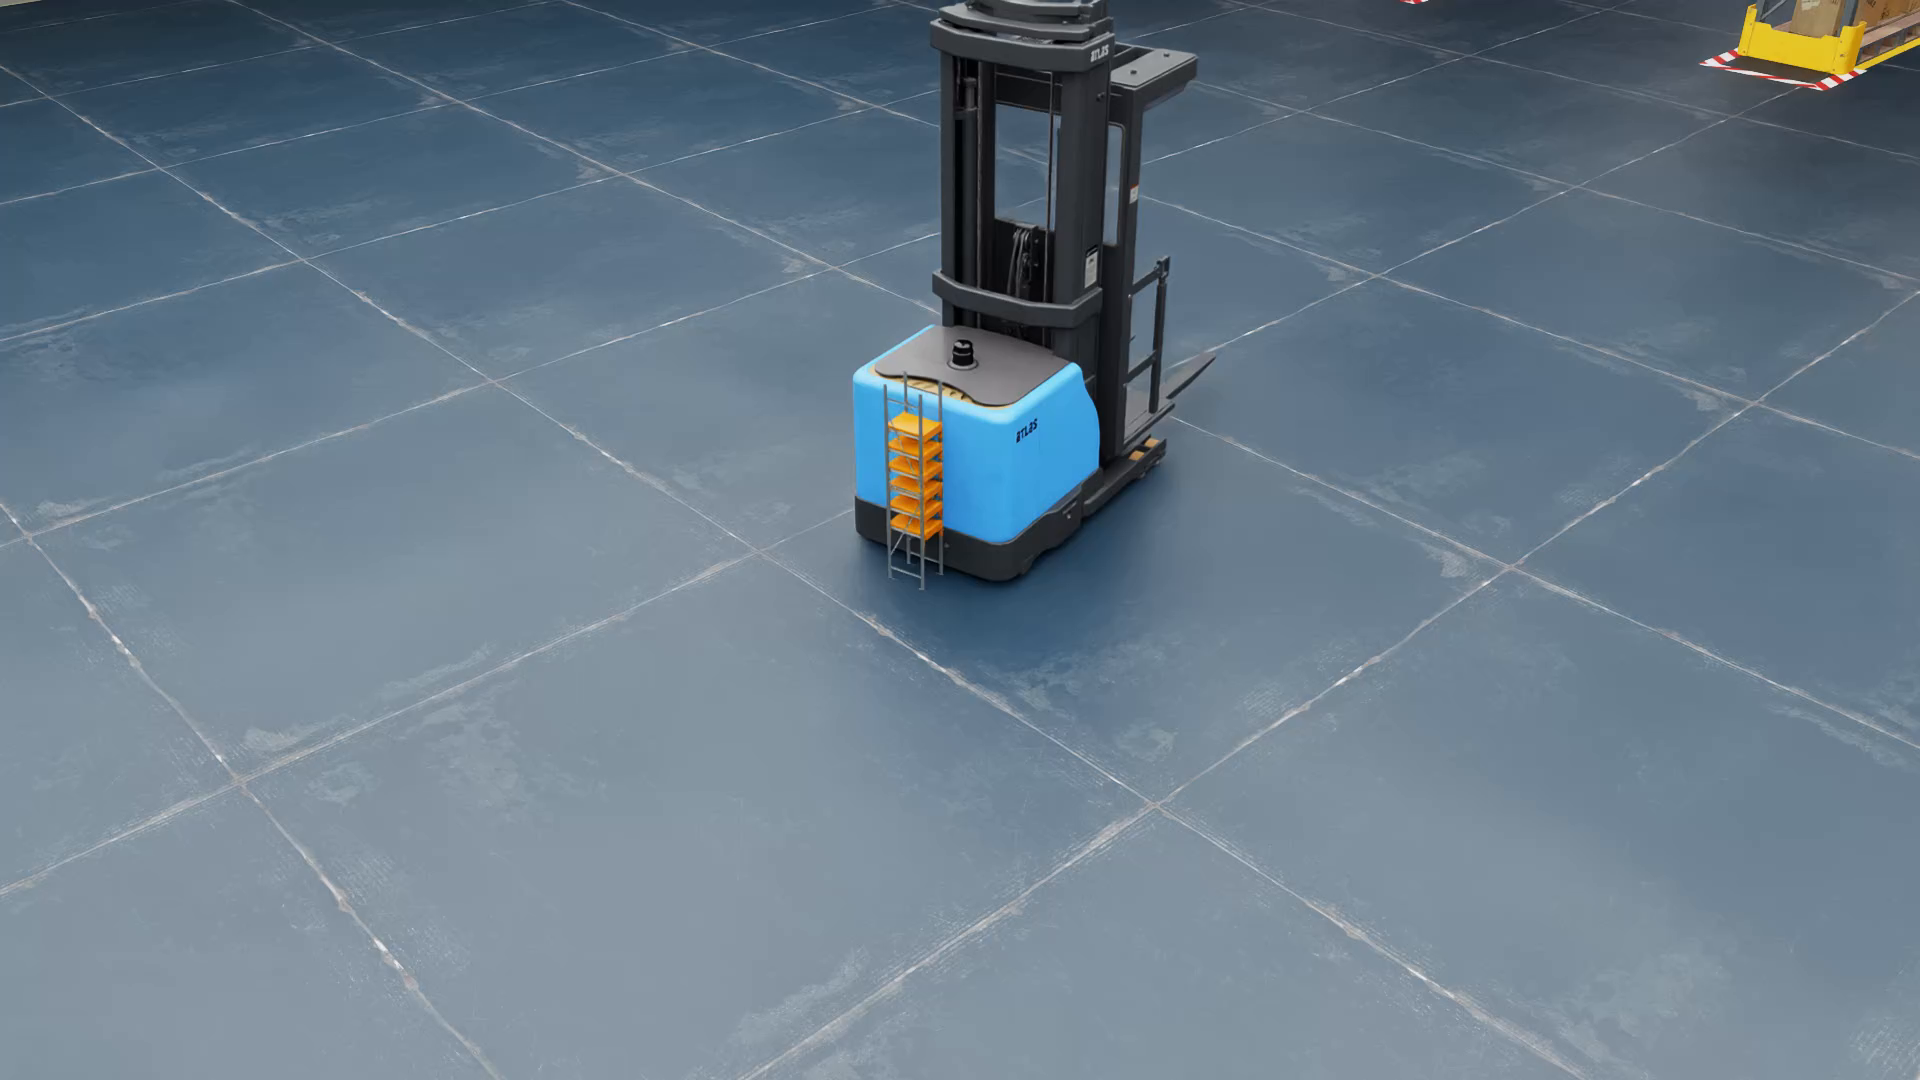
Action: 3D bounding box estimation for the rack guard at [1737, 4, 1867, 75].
[{"bbox_3d":[9.083,-5.422,17.972,0.348,0.500,1.175,-26,40,-35],"label":"rack guard"}]

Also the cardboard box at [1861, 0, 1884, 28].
[{"bbox_3d":[9.912,-6.014,18.538,0.500,0.500,0.500,-15,35,-23],"label":"cardboard box"}]

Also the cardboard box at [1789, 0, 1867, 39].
[{"bbox_3d":[9.497,-5.789,18.170,0.500,0.500,0.500,-18,36,-27],"label":"cardboard box"}]

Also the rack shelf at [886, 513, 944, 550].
[{"bbox_3d":[-0.245,-0.061,9.080,0.258,0.103,0.180,19,36,28],"label":"rack shelf"}]

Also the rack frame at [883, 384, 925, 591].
[{"bbox_3d":[-0.295,-0.264,8.866,0.240,1.200,0.006,19,36,28],"label":"rack frame"}]

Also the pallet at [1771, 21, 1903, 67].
[{"bbox_3d":[9.703,-5.573,18.497,1.213,0.211,1.003,-26,40,-35],"label":"pallet"}]

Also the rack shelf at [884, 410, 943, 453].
[{"bbox_3d":[-0.245,-0.573,8.767,0.258,0.103,0.180,19,36,28],"label":"rack shelf"}]

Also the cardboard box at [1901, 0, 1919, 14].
[{"bbox_3d":[10.823,-6.410,19.185,0.500,0.500,0.500,25,39,35],"label":"cardboard box"}]

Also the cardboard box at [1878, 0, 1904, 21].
[{"bbox_3d":[10.384,-6.229,18.890,0.500,0.500,0.500,-22,38,-31],"label":"cardboard box"}]

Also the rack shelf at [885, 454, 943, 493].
[{"bbox_3d":[-0.245,-0.369,8.892,0.258,0.103,0.180,19,36,28],"label":"rack shelf"}]

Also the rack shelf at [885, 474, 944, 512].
[{"bbox_3d":[-0.245,-0.266,8.955,0.258,0.103,0.180,19,36,28],"label":"rack shelf"}]

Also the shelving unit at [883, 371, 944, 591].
[{"bbox_3d":[-0.245,-0.304,8.932,0.258,1.200,0.189,19,36,28],"label":"shelving unit"}]

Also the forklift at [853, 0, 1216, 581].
[{"bbox_3d":[0.625,-1.752,9.640,1.130,2.935,3.031,19,36,28],"label":"forklift"}]

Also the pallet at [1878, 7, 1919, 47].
[{"bbox_3d":[10.597,-6.004,19.201,1.213,0.211,1.003,-26,40,-35],"label":"pallet"}]

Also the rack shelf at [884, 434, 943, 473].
[{"bbox_3d":[-0.245,-0.471,8.830,0.258,0.103,0.180,19,36,28],"label":"rack shelf"}]

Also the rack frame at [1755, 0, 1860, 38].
[{"bbox_3d":[9.028,-6.461,17.276,0.127,3.000,1.000,-26,40,-35],"label":"rack frame"}]

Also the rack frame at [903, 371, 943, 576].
[{"bbox_3d":[-0.195,-0.344,8.997,0.240,1.200,0.006,19,36,28],"label":"rack frame"}]

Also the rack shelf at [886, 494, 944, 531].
[{"bbox_3d":[-0.245,-0.164,9.017,0.258,0.103,0.180,19,36,28],"label":"rack shelf"}]
